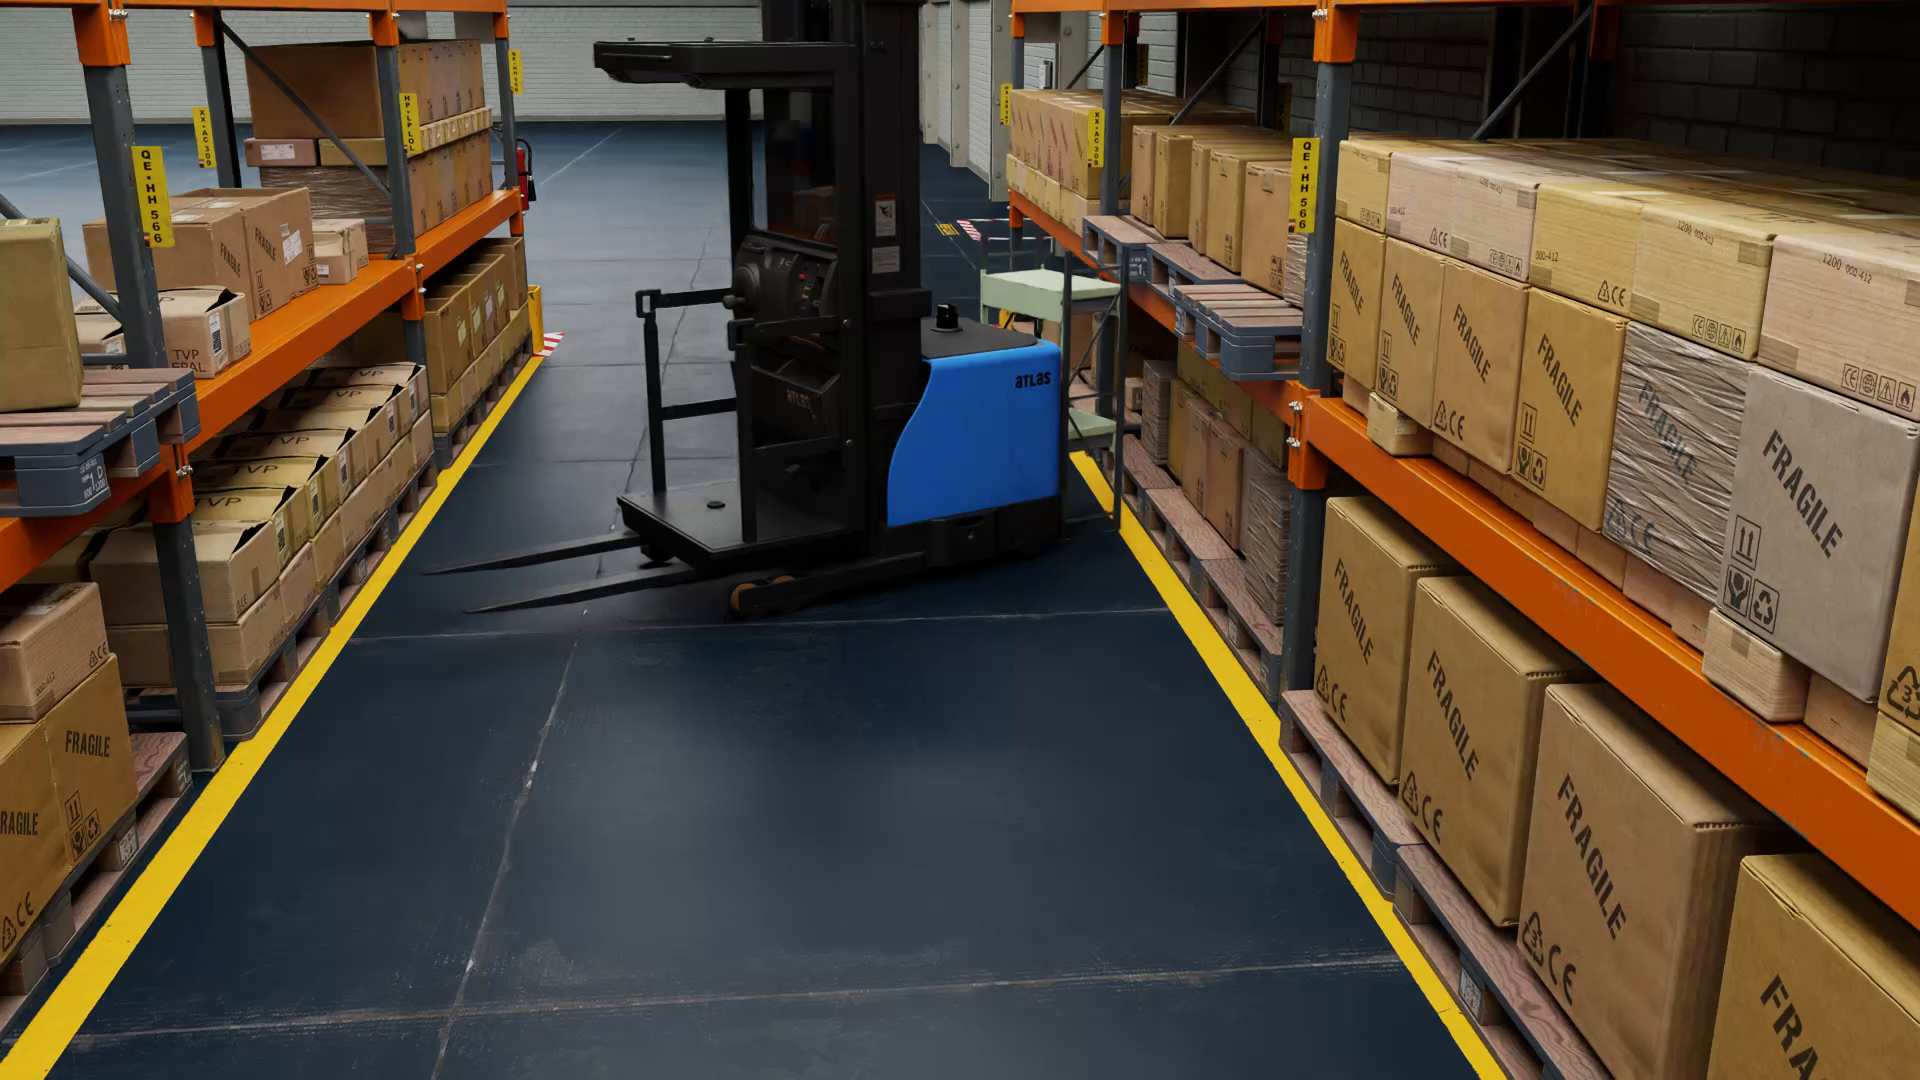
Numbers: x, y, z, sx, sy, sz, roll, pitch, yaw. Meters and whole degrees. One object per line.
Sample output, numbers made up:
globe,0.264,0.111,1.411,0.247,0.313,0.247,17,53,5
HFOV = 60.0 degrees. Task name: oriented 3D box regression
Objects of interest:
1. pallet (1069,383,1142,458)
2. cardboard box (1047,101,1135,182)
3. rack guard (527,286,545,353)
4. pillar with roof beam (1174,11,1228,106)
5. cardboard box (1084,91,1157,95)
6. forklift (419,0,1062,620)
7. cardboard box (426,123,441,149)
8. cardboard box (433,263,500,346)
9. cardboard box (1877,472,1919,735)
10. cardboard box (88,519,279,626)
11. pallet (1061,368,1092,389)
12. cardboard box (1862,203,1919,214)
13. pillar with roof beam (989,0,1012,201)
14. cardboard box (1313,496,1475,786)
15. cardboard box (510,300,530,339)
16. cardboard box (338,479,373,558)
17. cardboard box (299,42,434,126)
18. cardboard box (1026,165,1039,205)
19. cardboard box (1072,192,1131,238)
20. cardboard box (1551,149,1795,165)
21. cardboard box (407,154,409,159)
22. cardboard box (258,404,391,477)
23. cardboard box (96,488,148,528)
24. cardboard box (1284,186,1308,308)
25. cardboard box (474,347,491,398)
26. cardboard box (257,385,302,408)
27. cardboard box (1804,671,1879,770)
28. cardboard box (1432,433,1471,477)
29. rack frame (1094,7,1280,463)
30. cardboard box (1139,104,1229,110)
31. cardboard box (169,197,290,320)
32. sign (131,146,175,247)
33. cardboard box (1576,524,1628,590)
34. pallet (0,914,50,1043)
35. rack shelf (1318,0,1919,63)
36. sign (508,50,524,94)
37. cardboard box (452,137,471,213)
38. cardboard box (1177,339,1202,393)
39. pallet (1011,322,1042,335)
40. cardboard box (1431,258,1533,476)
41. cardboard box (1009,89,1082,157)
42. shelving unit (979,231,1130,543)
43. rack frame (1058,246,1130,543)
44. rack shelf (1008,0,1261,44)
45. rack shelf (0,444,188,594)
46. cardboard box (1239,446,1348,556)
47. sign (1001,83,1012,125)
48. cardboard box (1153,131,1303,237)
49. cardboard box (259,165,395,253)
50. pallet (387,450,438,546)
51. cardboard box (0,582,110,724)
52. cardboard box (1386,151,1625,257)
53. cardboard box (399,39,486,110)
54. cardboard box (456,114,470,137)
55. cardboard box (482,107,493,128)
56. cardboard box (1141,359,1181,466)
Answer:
pallet,1.226,-0.803,10.883,1.003,0.211,1.213,-2,18,-6
cardboard box,0.876,-2.660,11.109,0.500,0.500,0.500,-2,18,-7
rack guard,-4.011,-1.787,13.533,1.175,0.500,0.348,-2,18,-6
pillar with roof beam,-2.431,-5.674,11.726,9.100,9.000,0.400,-2,18,-6
cardboard box,1.220,-3.138,12.629,0.500,0.500,0.500,-2,17,-5
forklift,-0.995,-1.216,7.656,3.031,2.935,1.130,-11,21,-32
cardboard box,-3.568,-2.607,10.725,0.380,0.149,0.250,-2,18,-7
cardboard box,-3.489,-1.621,11.471,0.500,0.500,0.500,-2,18,-6
cardboard box,1.858,0.120,2.590,0.500,0.500,0.500,-2,18,-7
cardboard box,-2.945,0.090,6.335,0.500,0.311,0.500,-1,17,-4
pallet,1.097,-1.167,12.043,1.003,0.211,1.213,-2,18,-6
cardboard box,2.250,-0.558,3.498,0.500,0.250,0.500,-2,18,-7
pillar with roof beam,-3.669,-9.249,23.114,9.100,9.000,0.400,-2,18,-6
cardboard box,1.689,0.306,5.583,0.750,0.750,0.750,-2,18,-6
cardboard box,-3.659,-1.710,13.005,0.500,0.250,0.500,-2,18,-6
cardboard box,-3.110,-0.099,7.875,0.500,0.250,0.500,-1,17,-5
cardboard box,-3.752,-2.879,10.506,0.700,0.500,0.500,-2,18,-6
cardboard box,0.767,-2.603,12.177,0.500,0.250,0.500,-2,18,-7
cardboard box,0.981,-2.004,10.270,0.500,0.250,0.500,-2,18,-6
cardboard box,2.098,-1.018,4.964,0.500,0.250,0.500,-2,18,-7
cardboard box,-3.457,-2.298,9.740,0.380,0.149,0.250,-2,17,-5
cardboard box,-3.160,-0.521,8.282,0.500,0.311,0.500,-2,18,-6
cardboard box,-3.543,-0.048,6.775,0.500,0.311,0.500,-2,18,-6
cardboard box,1.685,-1.140,6.399,0.700,0.500,0.500,-4,18,-12
cardboard box,-3.435,-1.115,11.109,0.500,0.250,0.500,-2,18,-6
cardboard box,-3.755,-0.656,8.713,0.500,0.311,0.500,-2,18,-6
cardboard box,1.808,0.314,3.054,0.380,0.149,0.250,-1,17,-4
cardboard box,1.656,-0.299,5.008,0.380,0.149,0.250,-2,18,-6
rack frame,1.331,-1.935,9.831,1.000,3.000,0.127,-2,18,-6
cardboard box,1.441,-2.531,10.696,0.500,0.500,0.500,-2,18,-6
cardboard box,-3.427,-1.293,7.619,0.500,0.500,0.500,-2,18,-6
sign,-2.645,-1.123,5.445,0.100,0.325,0.005,-2,18,-6
cardboard box,1.736,0.008,4.030,0.380,0.149,0.250,-1,17,-4
pallet,-3.021,1.328,4.094,1.003,0.211,1.213,-2,18,-6
rack shelf,1.950,-1.235,3.796,1.077,0.370,4.000,-2,18,-6
sign,-3.467,-3.650,12.967,0.100,0.325,0.005,-2,18,-6
cardboard box,-3.869,-2.576,11.707,0.700,0.500,0.500,-2,18,-5
cardboard box,1.472,-0.960,8.913,0.500,0.250,0.500,-2,18,-7
pallet,0.975,-1.530,13.198,1.003,0.211,1.213,-2,18,-6
cardboard box,1.634,-0.485,4.518,0.500,0.500,0.500,-2,18,-6
cardboard box,0.669,-3.270,13.052,0.500,0.500,0.500,-2,18,-6
shelving unit,0.478,-0.826,8.798,0.431,1.500,0.755,-11,21,-32
rack frame,0.682,-0.735,8.509,0.400,1.500,0.023,-11,21,-32
rack shelf,1.125,-3.618,11.388,1.077,0.370,4.000,-2,18,-6
rack shelf,-2.977,0.350,3.754,1.077,0.370,4.000,-2,18,-6
cardboard box,1.680,-0.130,7.522,0.700,0.500,0.500,-2,18,-6
sign,0.379,-3.522,13.444,0.100,0.325,0.005,-2,18,-6
cardboard box,1.400,-1.873,8.733,0.700,0.500,0.500,0,17,0
cardboard box,-3.648,-1.960,9.746,0.700,0.500,0.500,-2,18,-7
pallet,-3.481,-0.232,9.062,1.003,0.211,1.213,-2,18,-6
cardboard box,-2.844,0.324,4.823,0.500,0.250,0.500,-1,17,-4
cardboard box,1.590,-0.996,4.894,0.500,0.250,0.500,-2,18,-6
cardboard box,-3.968,-3.484,12.432,0.700,0.500,0.500,-2,18,-5
cardboard box,-3.674,-2.914,11.701,0.380,0.149,0.250,-1,17,-4
cardboard box,-3.780,-3.221,12.680,0.380,0.149,0.250,-2,18,-7
cardboard box,1.423,-0.733,9.443,0.700,0.500,0.500,-1,17,-4
